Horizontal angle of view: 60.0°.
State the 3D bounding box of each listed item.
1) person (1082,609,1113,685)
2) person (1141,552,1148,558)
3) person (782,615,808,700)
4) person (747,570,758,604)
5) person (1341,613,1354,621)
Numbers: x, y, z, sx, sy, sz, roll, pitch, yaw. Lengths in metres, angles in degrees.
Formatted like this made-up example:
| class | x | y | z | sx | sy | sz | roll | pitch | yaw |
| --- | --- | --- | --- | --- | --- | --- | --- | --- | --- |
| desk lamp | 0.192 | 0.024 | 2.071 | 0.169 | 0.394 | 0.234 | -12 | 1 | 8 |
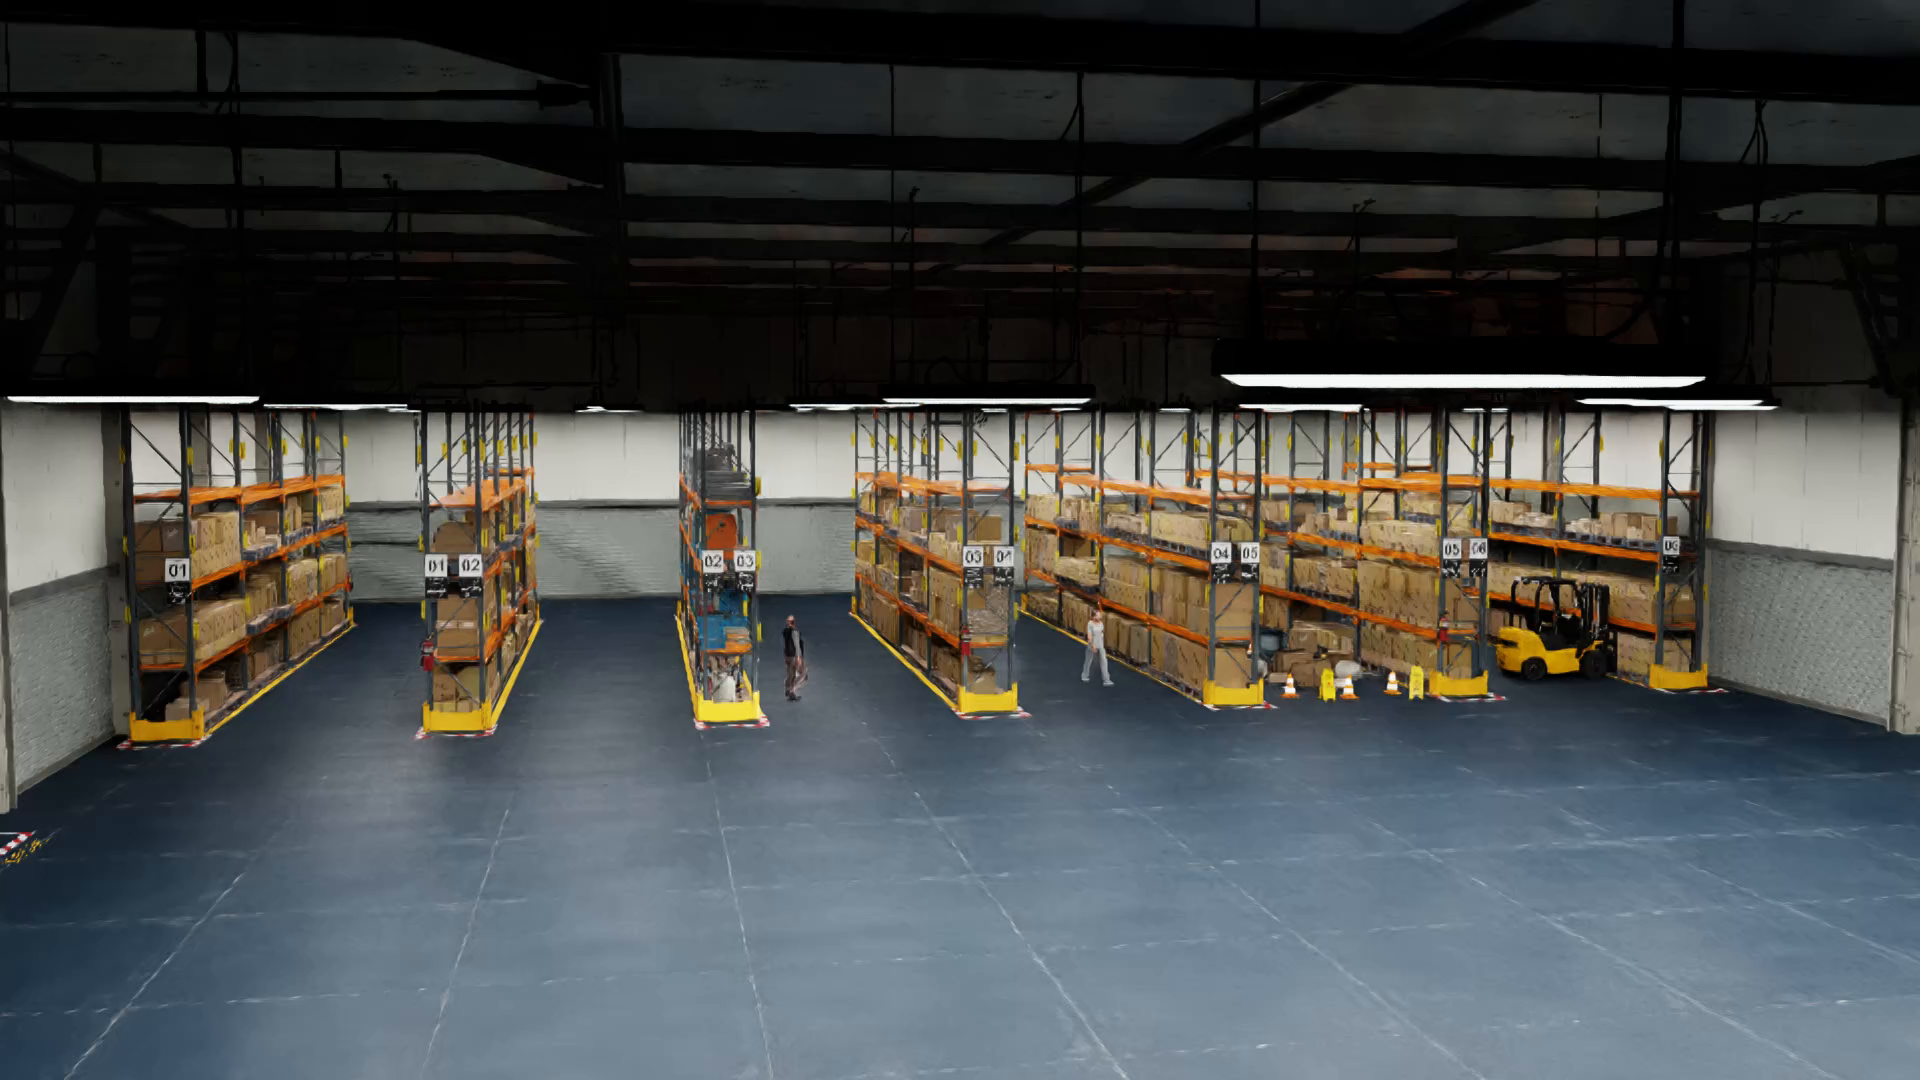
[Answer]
| class | x | y | z | sx | sy | sz | roll | pitch | yaw |
| --- | --- | --- | --- | --- | --- | --- | --- | --- | --- |
| person | 2.869 | 2.252 | 35.194 | 0.443 | 1.605 | 1.017 | -2 | 5 | -20 |
| person | 5.614 | 1.150 | 49.688 | 0.480 | 1.666 | 0.661 | -3 | 5 | -38 |
| person | -3.329 | 2.354 | 33.252 | 0.419 | 1.720 | 0.569 | -3 | 5 | -37 |
| person | -6.386 | 1.078 | 50.085 | 0.567 | 1.736 | 1.044 | -1 | 4 | -12 |
| person | 10.866 | 1.445 | 46.102 | 0.598 | 1.619 | 0.507 | -1 | 4 | -13 |
